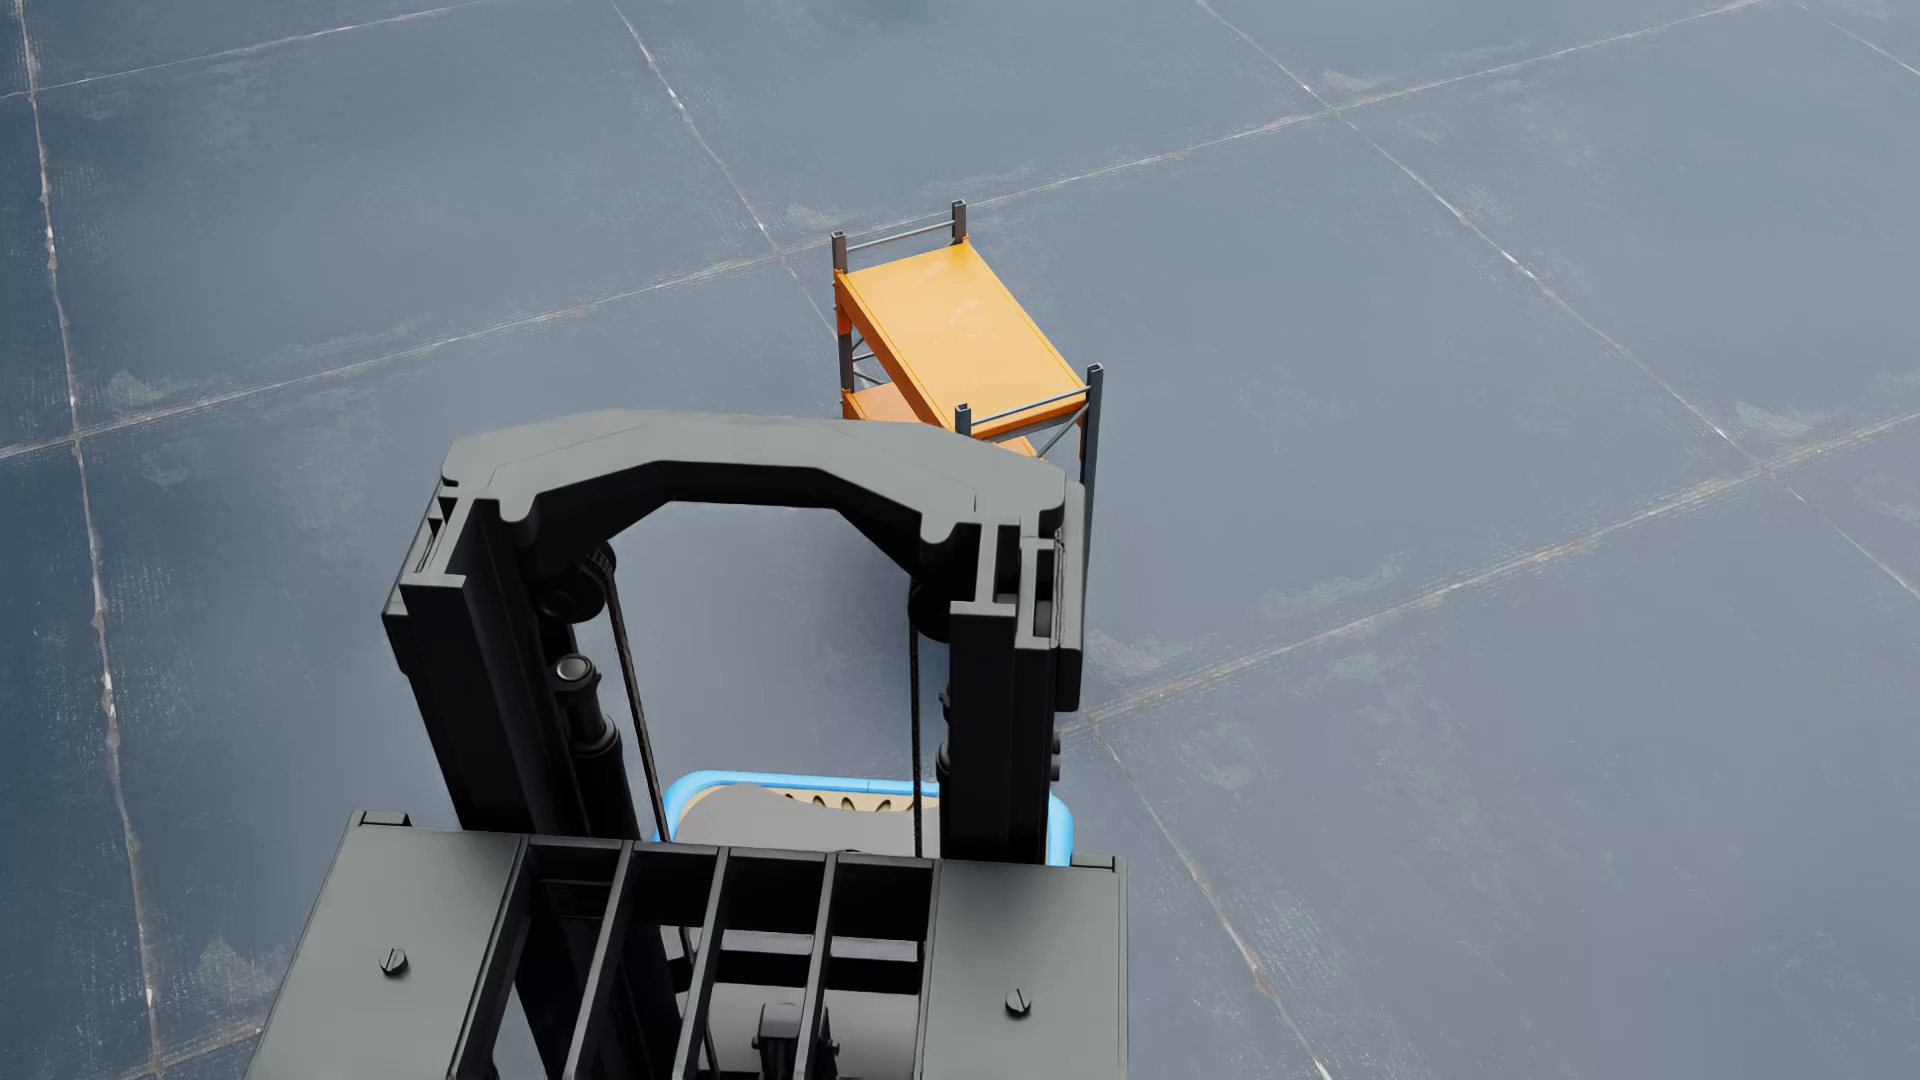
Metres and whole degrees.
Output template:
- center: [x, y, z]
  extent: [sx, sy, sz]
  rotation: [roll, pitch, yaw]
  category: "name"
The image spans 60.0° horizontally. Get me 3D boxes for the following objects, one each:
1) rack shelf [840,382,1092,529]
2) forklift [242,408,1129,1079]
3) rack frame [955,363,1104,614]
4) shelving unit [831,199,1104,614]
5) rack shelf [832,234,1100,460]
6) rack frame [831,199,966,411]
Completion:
- center: [0.003, -0.222, 6.022]
  extent: [0.538, 0.278, 1.000]
  rotation: [-18, 47, -17]
  category: "rack shelf"
- center: [-0.332, 1.349, 2.796]
  extent: [1.130, 2.935, 3.031]
  rotation: [3, 45, 3]
  category: "forklift"
- center: [0.217, -0.072, 5.522]
  extent: [0.500, 1.125, 0.032]
  rotation: [-18, 47, -17]
  category: "rack frame"
- center: [0.003, -0.396, 5.851]
  extent: [0.538, 1.125, 1.048]
  rotation: [-18, 47, -17]
  category: "shelving unit"
- center: [0.003, -0.604, 5.645]
  extent: [0.538, 0.278, 1.000]
  rotation: [-18, 47, -17]
  category: "rack shelf"
- center: [-0.211, -0.720, 6.179]
  extent: [0.500, 1.125, 0.032]
  rotation: [-18, 47, -17]
  category: "rack frame"
